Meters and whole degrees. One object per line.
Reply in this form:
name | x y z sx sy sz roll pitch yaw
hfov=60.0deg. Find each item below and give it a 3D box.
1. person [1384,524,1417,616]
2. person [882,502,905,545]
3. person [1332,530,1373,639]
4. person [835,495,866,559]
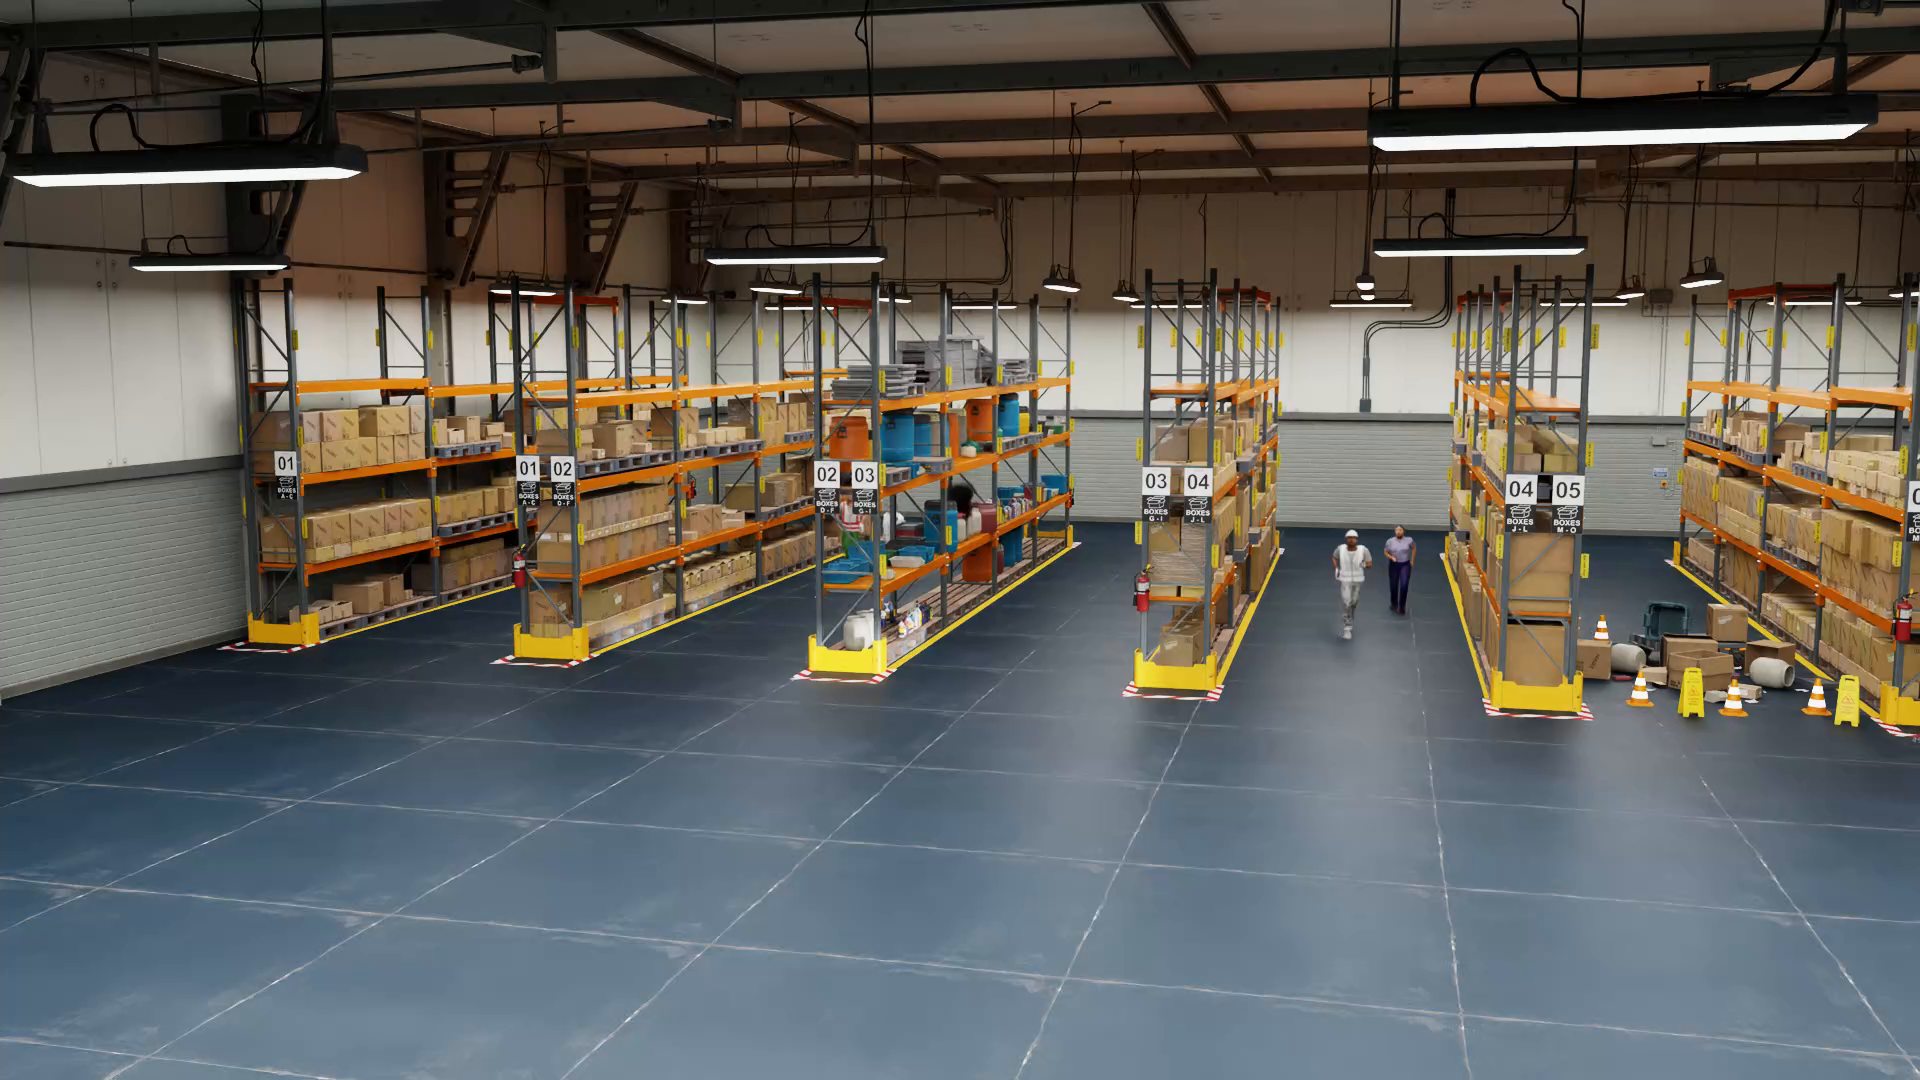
person | 8.070 0.555 30.553 0.557 1.685 0.760 3 7 21
person | -1.417 0.005 34.841 0.581 1.632 0.638 2 7 15
person | 6.676 0.737 28.285 0.650 1.843 0.823 1 7 5
person | -2.225 -0.174 33.562 0.636 1.746 0.577 0 7 1
